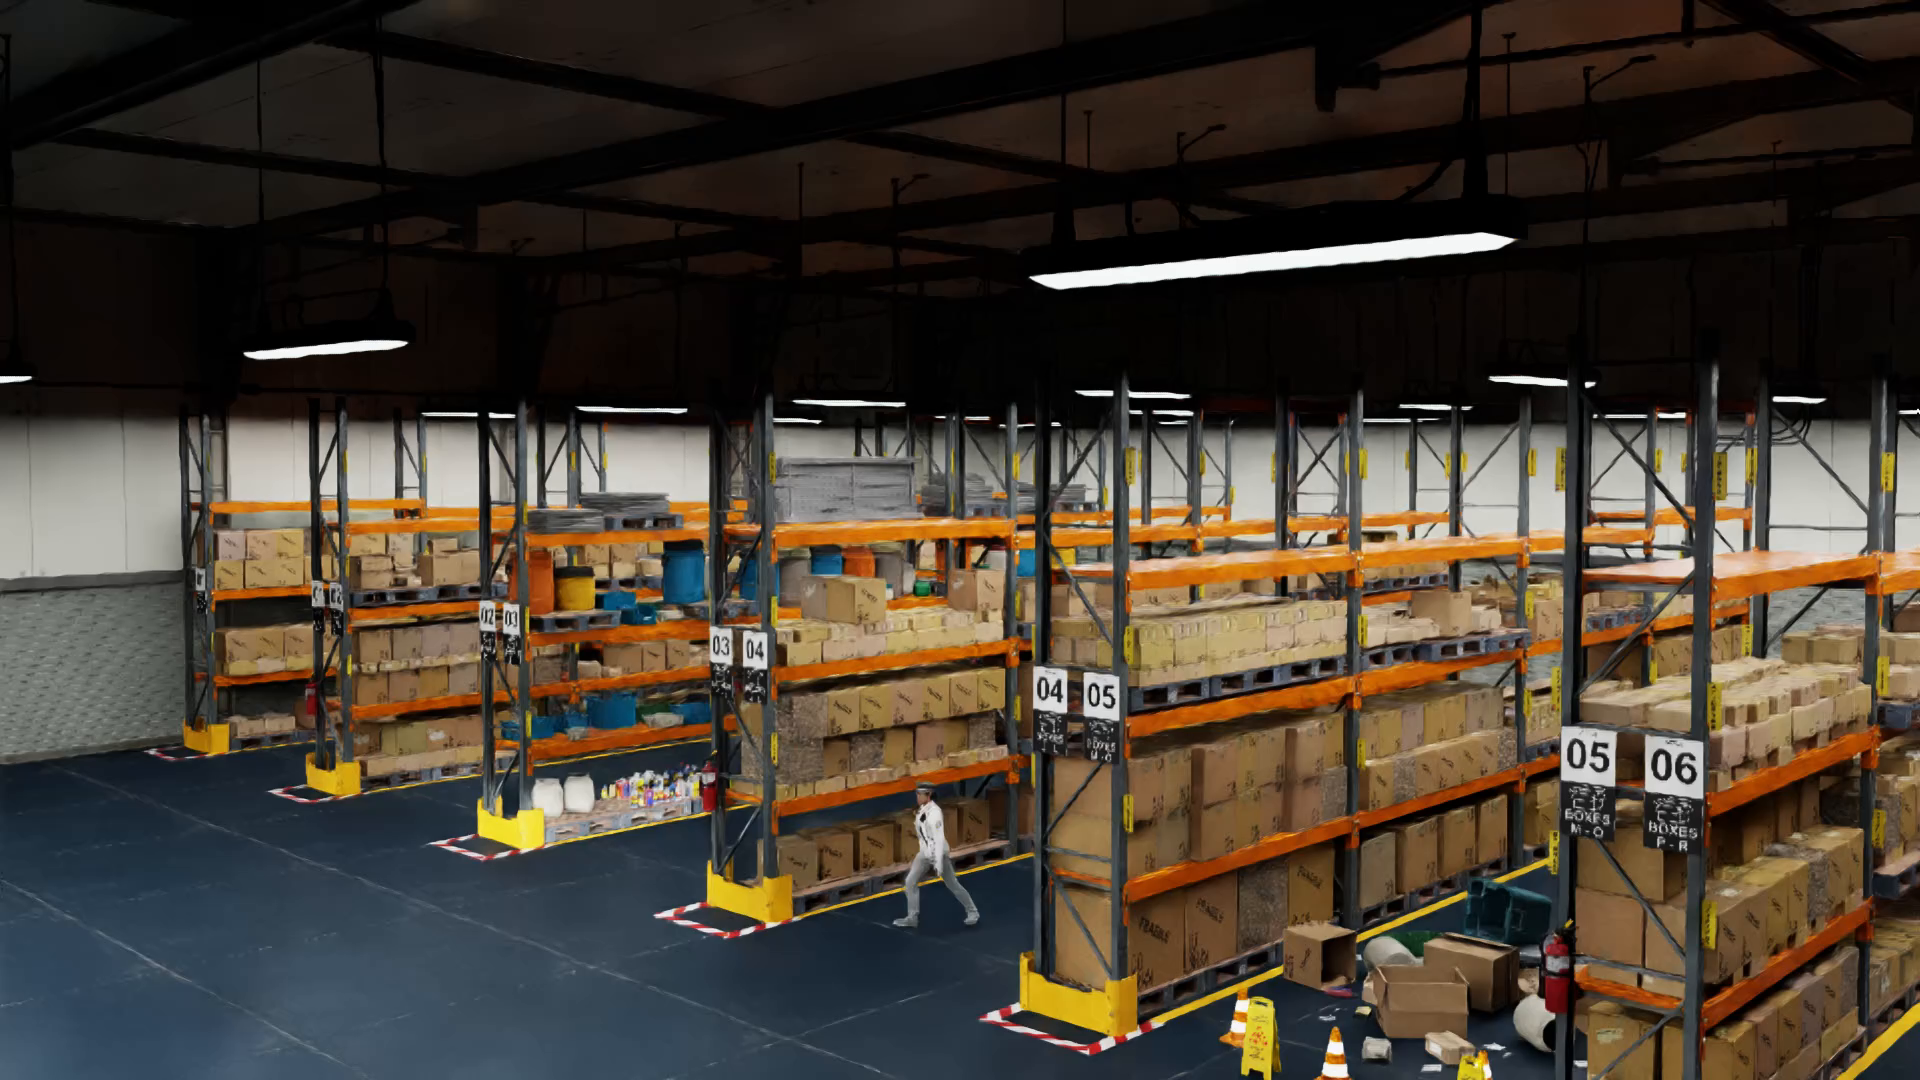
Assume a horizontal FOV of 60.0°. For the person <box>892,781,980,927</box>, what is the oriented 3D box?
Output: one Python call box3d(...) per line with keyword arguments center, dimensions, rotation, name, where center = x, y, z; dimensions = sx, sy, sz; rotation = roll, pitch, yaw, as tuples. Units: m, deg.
box3d(center=(-0.247, 3.404, 18.062), dimensions=(0.933, 1.605, 0.519), rotation=(-1, 3, -26), name="person")
